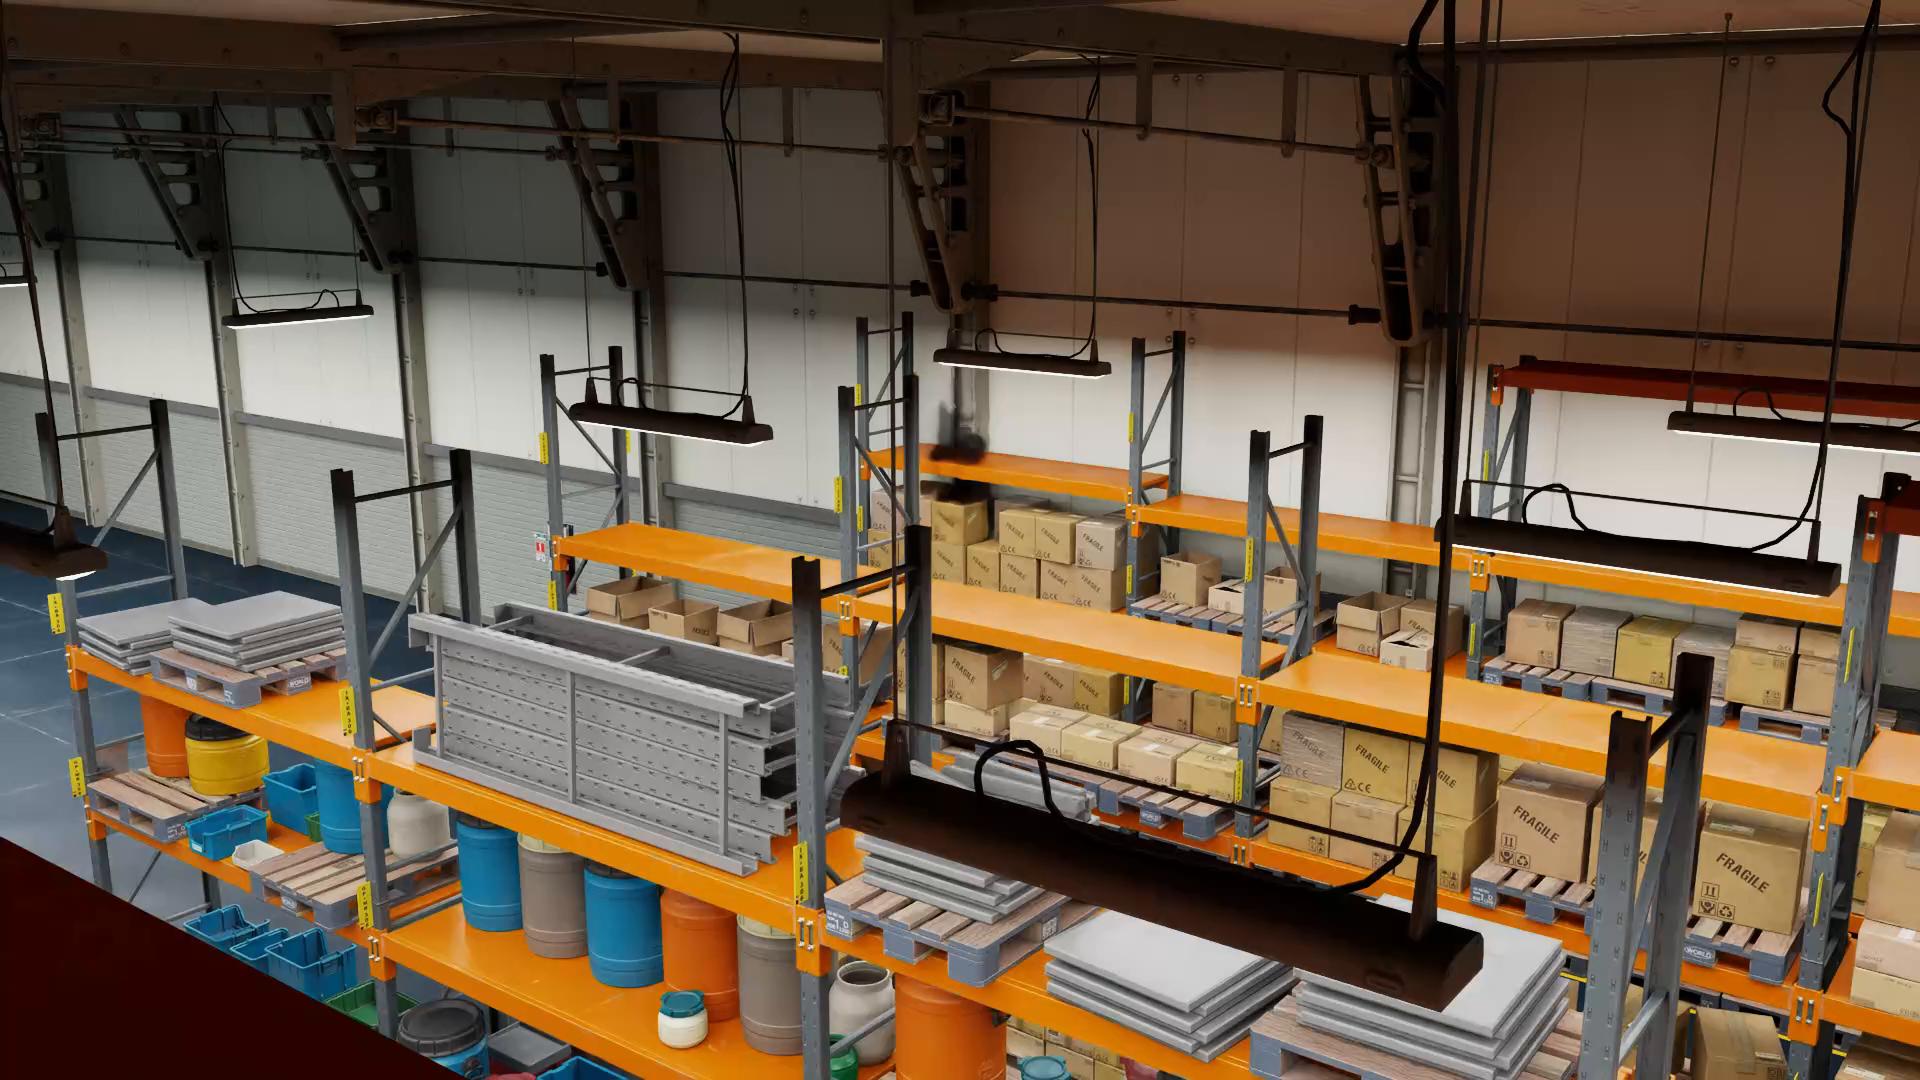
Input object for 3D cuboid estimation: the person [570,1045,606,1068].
[{"bbox_3d":[-2.989,4.161,13.467,0.877,1.777,0.694,10,16,37],"label":"person"}]
